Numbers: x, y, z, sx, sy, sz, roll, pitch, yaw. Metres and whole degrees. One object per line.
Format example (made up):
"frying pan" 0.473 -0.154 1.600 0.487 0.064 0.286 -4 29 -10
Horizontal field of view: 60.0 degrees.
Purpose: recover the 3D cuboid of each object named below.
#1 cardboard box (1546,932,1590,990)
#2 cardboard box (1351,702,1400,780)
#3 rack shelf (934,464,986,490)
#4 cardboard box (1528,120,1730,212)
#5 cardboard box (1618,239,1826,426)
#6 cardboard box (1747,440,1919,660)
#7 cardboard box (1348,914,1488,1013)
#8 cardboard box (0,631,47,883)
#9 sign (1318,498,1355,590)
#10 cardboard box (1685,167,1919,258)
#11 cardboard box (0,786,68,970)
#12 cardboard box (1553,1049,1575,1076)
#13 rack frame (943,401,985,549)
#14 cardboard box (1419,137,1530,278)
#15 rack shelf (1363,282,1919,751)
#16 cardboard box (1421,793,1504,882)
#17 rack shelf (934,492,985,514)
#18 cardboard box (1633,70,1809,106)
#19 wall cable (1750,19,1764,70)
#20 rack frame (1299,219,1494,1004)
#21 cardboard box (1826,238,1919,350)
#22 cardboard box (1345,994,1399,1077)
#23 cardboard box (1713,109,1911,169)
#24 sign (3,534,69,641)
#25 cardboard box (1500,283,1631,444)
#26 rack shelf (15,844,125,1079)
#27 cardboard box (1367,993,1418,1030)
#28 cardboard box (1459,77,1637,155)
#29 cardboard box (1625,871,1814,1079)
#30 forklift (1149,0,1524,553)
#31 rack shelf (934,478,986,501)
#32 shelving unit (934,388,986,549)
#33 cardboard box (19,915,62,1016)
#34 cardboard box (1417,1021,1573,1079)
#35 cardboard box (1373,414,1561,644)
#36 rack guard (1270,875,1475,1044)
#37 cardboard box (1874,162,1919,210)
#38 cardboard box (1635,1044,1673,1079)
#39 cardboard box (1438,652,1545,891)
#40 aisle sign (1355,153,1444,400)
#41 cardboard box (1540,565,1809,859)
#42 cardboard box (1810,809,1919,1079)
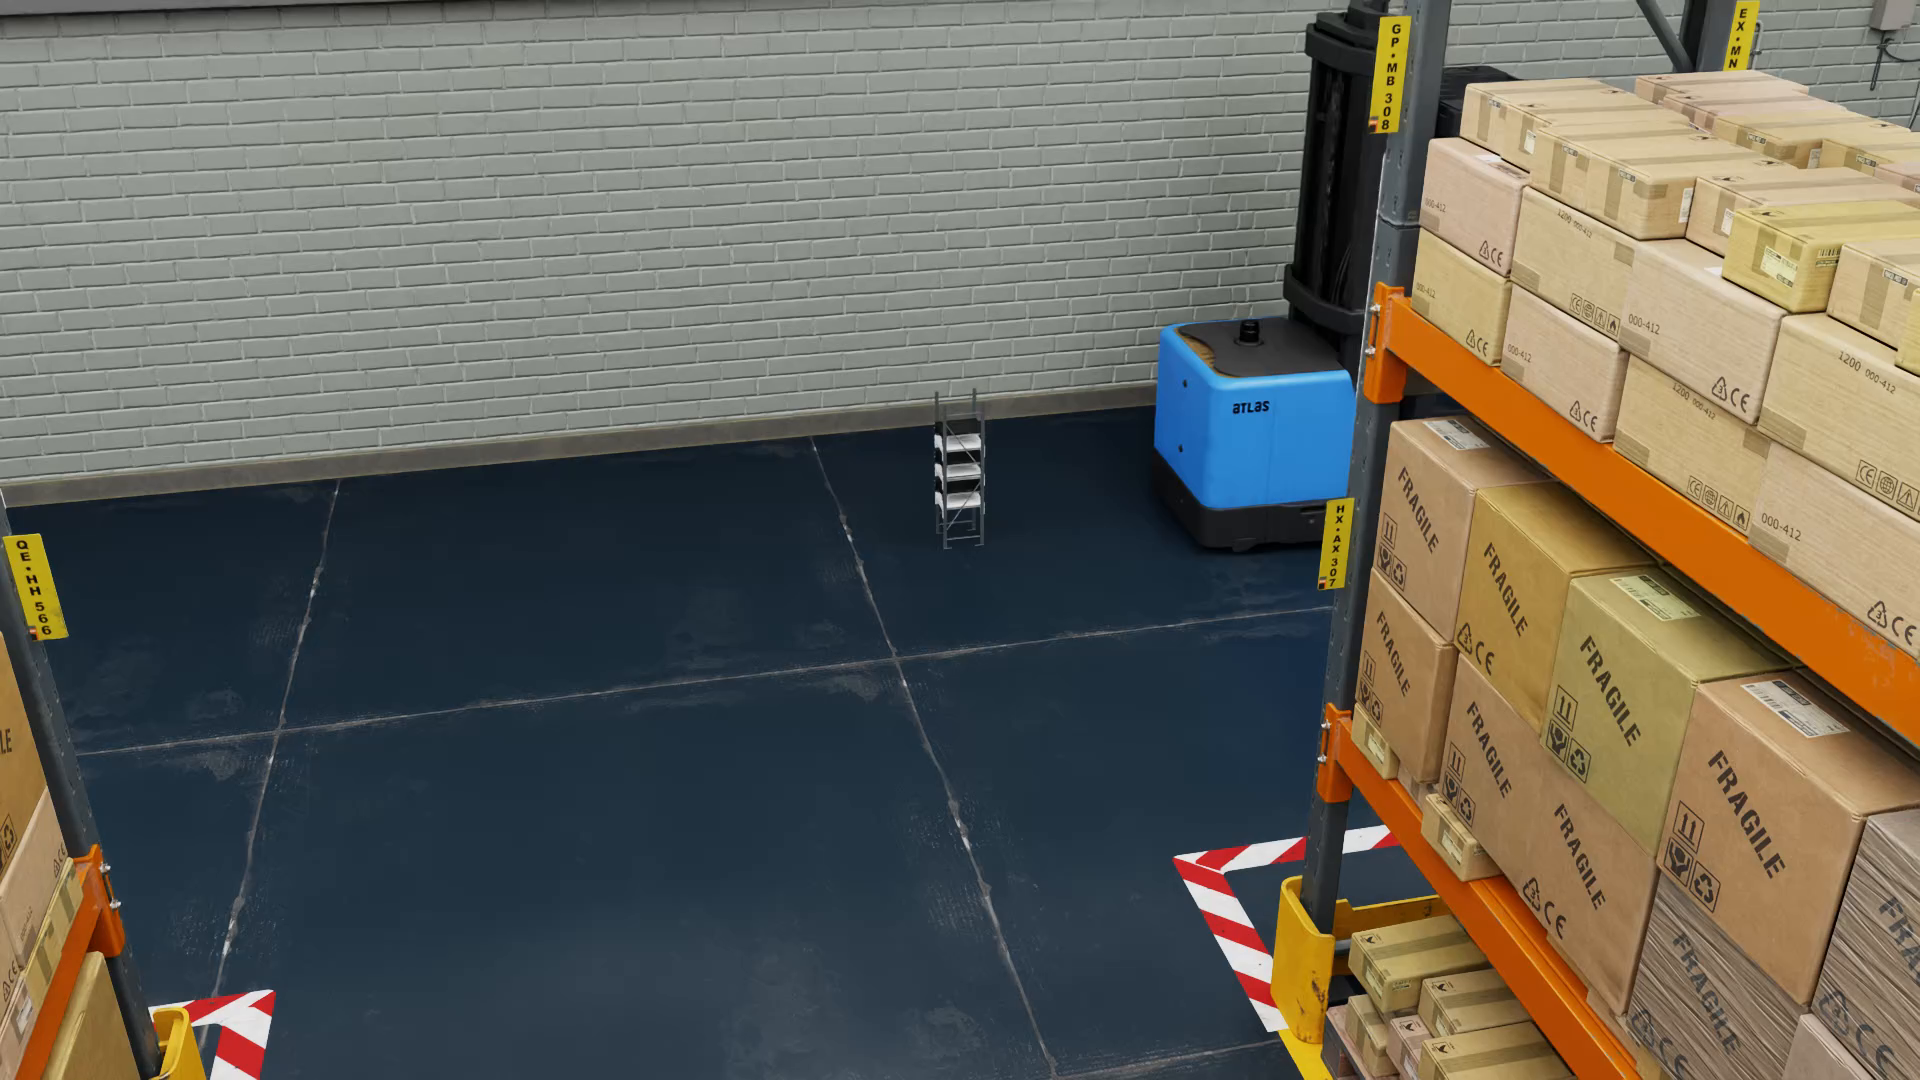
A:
"cardboard box" 1.848 1.086 4.548 0.380 0.149 0.250 -6 27 -12
"cardboard box" 1.513 0.634 5.445 0.380 0.149 0.250 -6 27 -12
"rack shelf" -0.002 -0.376 9.569 0.258 0.077 0.200 -6 27 -12
"cardboard box" 1.641 -0.922 4.088 0.380 0.149 0.250 -6 27 -12
"cardboard box" 1.826 -0.478 3.651 0.500 0.250 0.500 -6 27 -11
"cardboard box" 1.960 -0.019 3.296 0.500 0.250 0.500 -6 27 -12
"cardboard box" 1.546 1.430 5.625 0.380 0.149 0.250 -7 28 -14
"cardboard box" -2.730 0.592 4.253 0.500 0.500 0.500 -6 27 -11
"sign" 1.231 0.015 5.431 0.100 0.325 0.005 -6 27 -12
"cardboard box" 1.856 -0.713 3.673 0.380 0.149 0.250 -5 27 -10
"cardboard box" -2.728 0.925 4.424 0.500 0.250 0.500 -6 27 -12
"cardboard box" 1.775 1.779 5.264 0.380 0.149 0.250 -6 27 -11
"rack frame" 0.021 -0.361 9.466 0.240 0.900 0.006 -6 27 -12
"cardboard box" 1.607 -0.926 4.538 0.500 0.250 0.500 -6 27 -11
"rack shelf" 2.210 0.206 3.482 1.077 0.370 4.000 -6 27 -12
"cardboard box" 1.619 0.865 4.987 0.380 0.149 0.250 -7 28 -13
"rack shelf" -0.002 -0.215 9.650 0.258 0.077 0.200 -6 27 -12
"cardboard box" 2.121 -1.211 4.661 0.380 0.149 0.250 -6 27 -12
"wall cable" 5.266 -3.142 11.483 0.585 1.953 0.123 -6 27 -12
"rack frame" 1.759 0.346 5.736 1.000 3.000 0.127 -6 27 -12
"cardboard box" 1.932 -0.477 3.207 0.380 0.149 0.250 -5 27 -10
"cardboard box" 1.566 1.694 5.763 0.380 0.149 0.250 -5 27 -11
"cardboard box" 2.139 -0.980 4.204 0.380 0.149 0.250 -7 28 -13
"sign" -2.564 0.134 4.609 0.100 0.325 0.005 -6 27 -12
"cardboard box" 1.726 -0.472 4.193 0.500 0.250 0.500 -5 27 -10
"rack shelf" -2.645 2.004 3.248 1.077 0.370 4.000 -6 27 -12
"cardboard box" 1.627 1.554 5.709 0.380 0.149 0.250 -5 27 -9
"cardboard box" 1.611 -1.162 4.564 0.380 0.149 0.250 -6 27 -12
"cardboard box" 1.956 1.065 3.869 0.500 0.500 0.500 -7 28 -13
"forklift" 2.747 -1.567 9.601 3.031 2.935 1.130 -6 27 -11
"rack shelf" -0.002 -0.295 9.610 0.258 0.077 0.200 -6 27 -12
"shelving unit" -0.002 -0.405 9.554 0.258 0.900 0.210 -6 27 -12
"cardboard box" -2.634 1.154 4.413 0.380 0.149 0.250 -6 27 -11
"cardboard box" 1.658 1.663 5.165 0.380 0.149 0.250 -6 27 -12
"cardboard box" 1.602 -0.054 4.977 0.500 0.500 0.500 -6 27 -12
"rack guard" 1.777 1.495 6.233 1.175 0.500 0.348 -6 27 -12
"cardboard box" 2.303 -0.758 3.763 0.380 0.149 0.250 -7 28 -13
"cardboard box" 1.914 1.313 4.098 0.380 0.149 0.250 -5 27 -10
"cardboard box" 1.737 0.626 4.740 0.500 0.500 0.500 -6 27 -11
"aisle sign" 1.451 -0.816 5.153 0.394 0.787 0.004 -6 27 -12
"cardboard box" 1.817 0.398 4.082 0.500 0.500 0.500 -7 28 -13
"cardboard box" 2.068 0.847 3.193 0.500 0.500 0.500 -5 27 -10
